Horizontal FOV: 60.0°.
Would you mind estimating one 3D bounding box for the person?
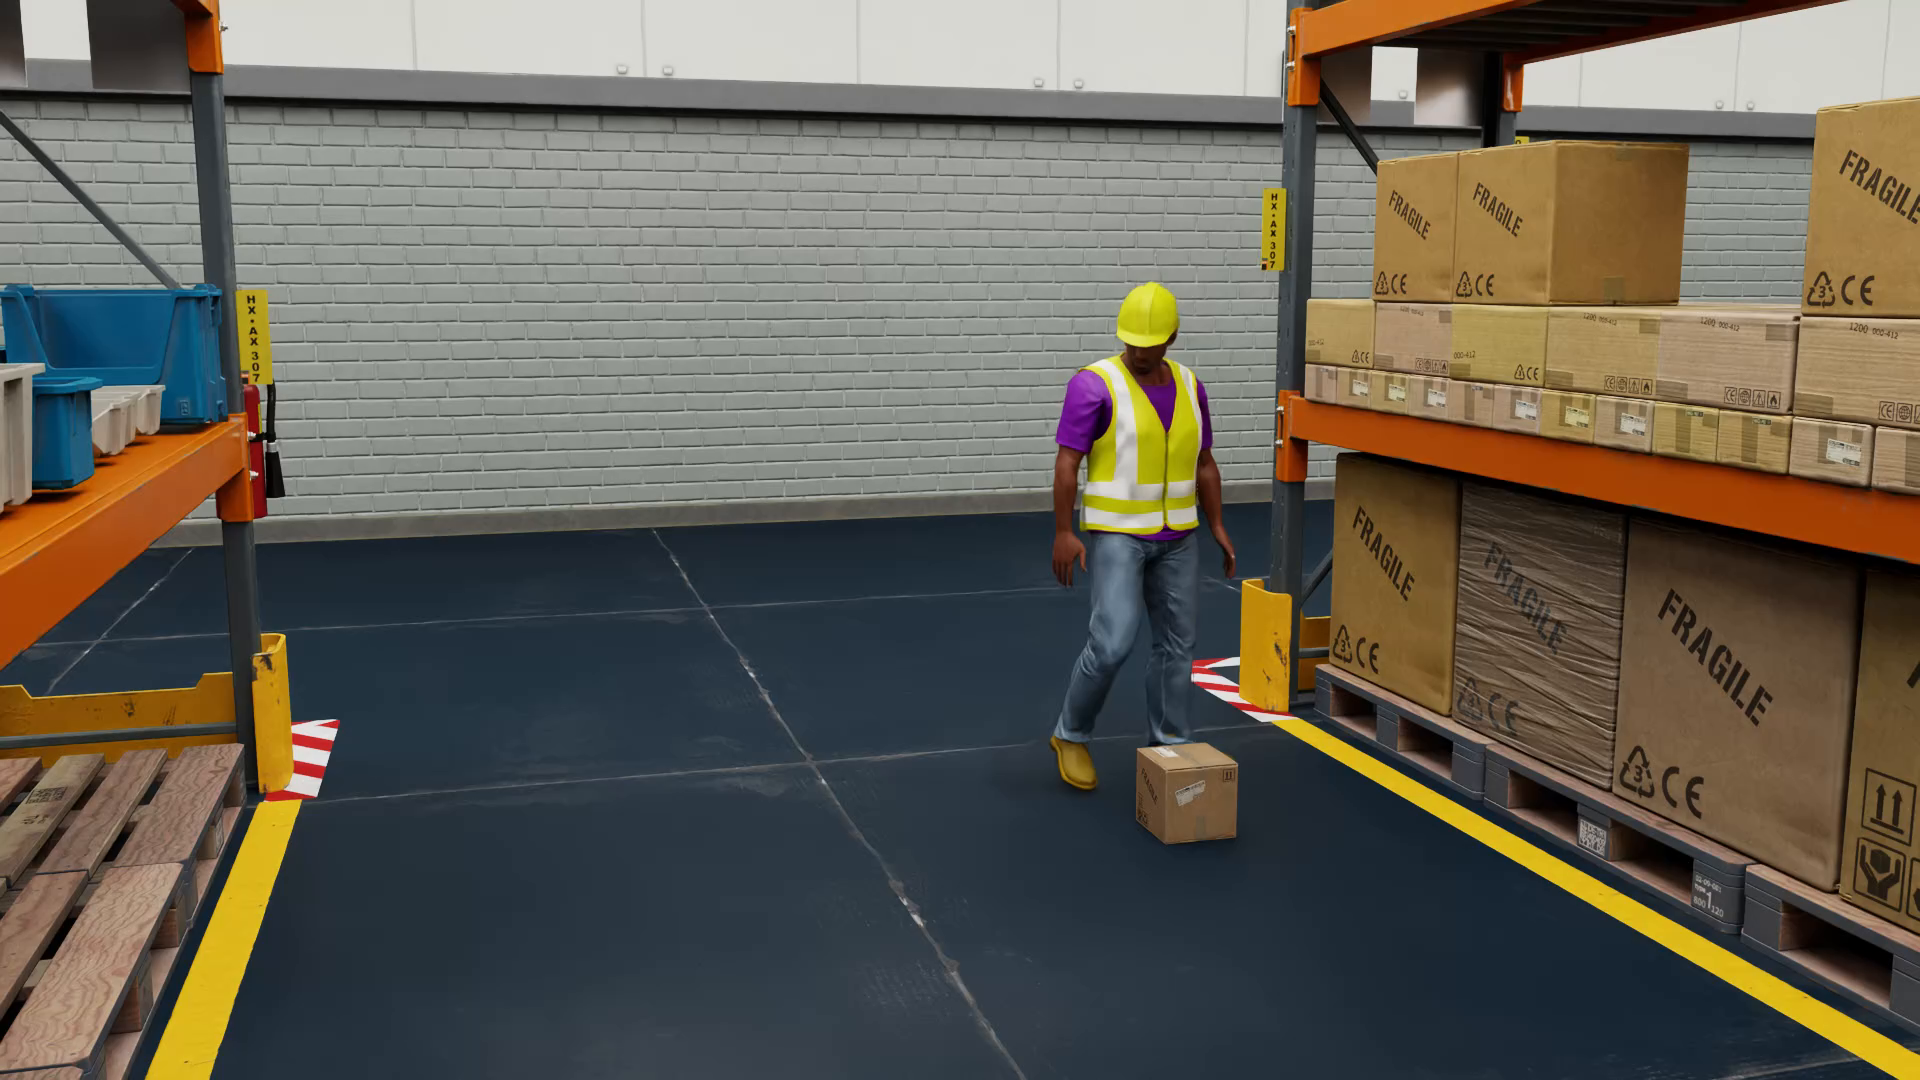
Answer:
[{"bbox_3d":[0.654,-0.011,5.803,0.661,1.758,0.464,-5,11,-30],"label":"person"}]
